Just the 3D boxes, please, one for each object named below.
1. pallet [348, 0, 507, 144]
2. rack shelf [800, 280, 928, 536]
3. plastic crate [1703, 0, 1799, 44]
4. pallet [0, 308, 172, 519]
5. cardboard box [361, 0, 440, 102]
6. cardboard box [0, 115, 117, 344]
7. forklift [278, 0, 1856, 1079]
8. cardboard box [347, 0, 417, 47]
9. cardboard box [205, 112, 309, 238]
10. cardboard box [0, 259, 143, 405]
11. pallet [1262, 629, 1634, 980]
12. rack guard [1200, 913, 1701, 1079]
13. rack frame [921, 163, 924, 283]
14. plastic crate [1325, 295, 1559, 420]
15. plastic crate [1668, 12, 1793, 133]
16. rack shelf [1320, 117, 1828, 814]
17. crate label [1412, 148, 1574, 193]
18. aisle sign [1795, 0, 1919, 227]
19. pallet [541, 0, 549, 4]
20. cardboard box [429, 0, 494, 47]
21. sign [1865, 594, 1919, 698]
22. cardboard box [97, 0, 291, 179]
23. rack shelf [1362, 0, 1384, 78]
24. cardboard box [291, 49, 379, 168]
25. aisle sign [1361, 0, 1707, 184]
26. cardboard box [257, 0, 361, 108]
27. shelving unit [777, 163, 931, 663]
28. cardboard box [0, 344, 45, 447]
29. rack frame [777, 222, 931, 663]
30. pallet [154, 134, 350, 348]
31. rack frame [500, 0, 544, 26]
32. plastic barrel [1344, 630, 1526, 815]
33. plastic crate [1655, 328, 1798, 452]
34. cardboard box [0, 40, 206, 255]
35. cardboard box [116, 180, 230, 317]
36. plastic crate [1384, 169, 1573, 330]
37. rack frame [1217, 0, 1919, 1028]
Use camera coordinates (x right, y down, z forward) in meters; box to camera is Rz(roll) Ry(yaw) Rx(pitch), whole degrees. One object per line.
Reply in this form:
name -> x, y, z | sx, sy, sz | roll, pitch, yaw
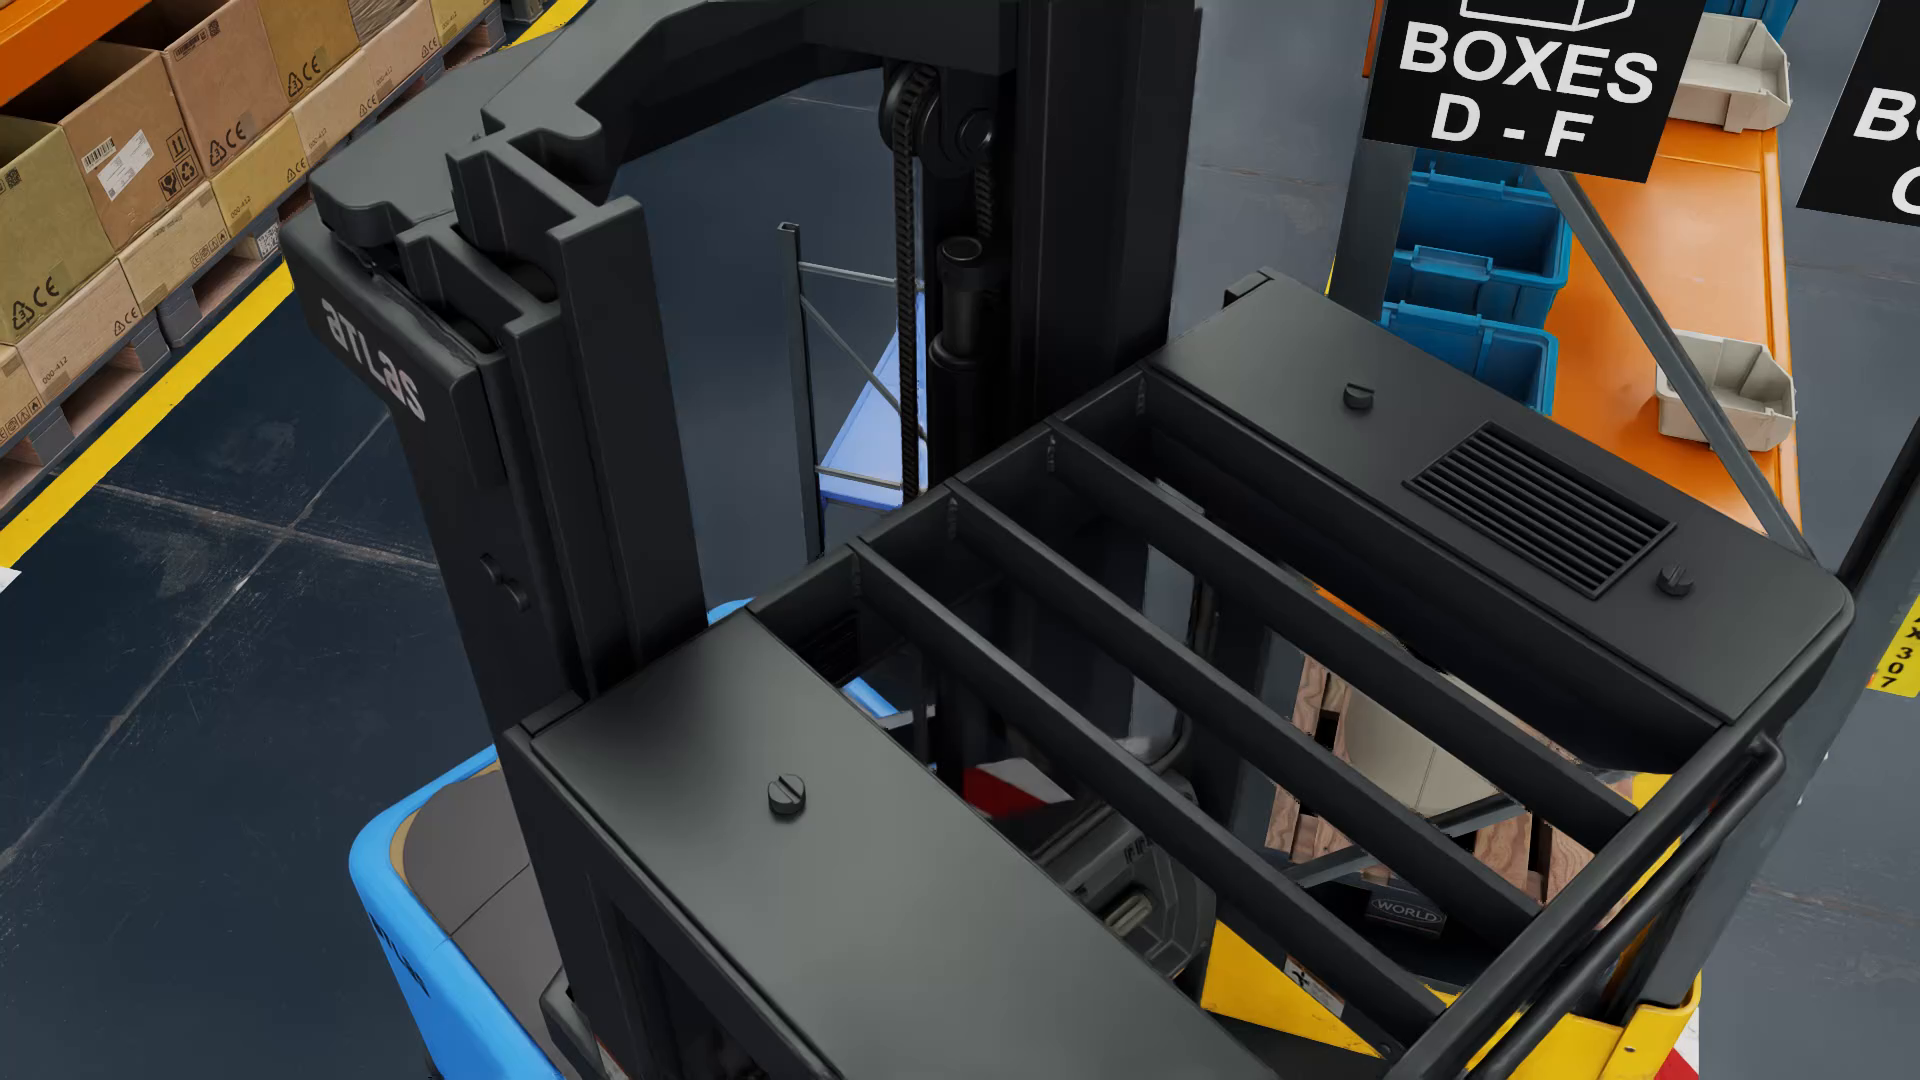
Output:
pallet -> -2.716, -2.077, 7.221 | 1.003, 0.211, 1.213 | 13, 46, 13
rack shelf -> -0.026, -0.351, 4.793 | 0.538, 0.185, 1.000 | 13, 46, 12
plastic crate -> 2.208, -1.694, 4.943 | 0.499, 0.251, 0.616 | 13, 46, 13
pallet -> -3.455, -0.450, 5.559 | 1.003, 0.211, 1.213 | 13, 46, 13
cardboard box -> -2.528, -2.075, 6.892 | 0.500, 0.250, 0.500 | 13, 46, 13
cardboard box -> -3.123, -1.008, 5.265 | 0.500, 0.500, 0.500 | 13, 46, 13
forklift -> 0.189, 0.809, 2.328 | 1.130, 2.935, 3.031 | -33, 53, -29
cardboard box -> -2.530, -2.344, 6.630 | 0.500, 0.500, 0.500 | 13, 46, 13
cardboard box -> -2.816, -1.405, 6.207 | 0.500, 0.250, 0.500 | 13, 46, 13
cardboard box -> -3.124, -0.740, 5.527 | 0.500, 0.250, 0.500 | 13, 46, 13
pallet -> 1.302, 0.519, 4.569 | 1.003, 0.211, 1.213 | 13, 46, 13
rack guard -> 1.051, 0.956, 3.915 | 1.175, 0.500, 0.348 | 13, 46, 13
rack frame -> 0.128, -0.818, 5.014 | 0.500, 1.500, 0.032 | 13, 46, 12
plastic crate -> 0.939, -0.220, 3.437 | 0.499, 0.251, 0.616 | 13, 46, 13
plastic crate -> 2.034, -1.313, 4.635 | 0.530, 0.136, 0.437 | 13, 46, 13
rack shelf -> 1.679, -0.953, 4.593 | 1.077, 0.370, 4.000 | 13, 46, 13
crate label -> 1.373, -1.173, 4.279 | 0.502, 0.435, 0.616 | 13, 46, 13
aisle sign -> 1.330, -0.696, 1.958 | 0.394, 0.787, 0.004 | 13, 46, 13
pallet -> -2.249, -3.097, 8.264 | 1.003, 0.211, 1.213 | 13, 46, 13
cardboard box -> -2.367, -2.406, 7.230 | 0.500, 0.250, 0.500 | 13, 46, 13
sign -> 1.596, 0.144, 2.760 | 0.100, 0.325, 0.005 | 13, 46, 13
cardboard box -> -2.815, -1.673, 5.945 | 0.500, 0.500, 0.500 | 13, 46, 13
rack shelf -> 1.679, -2.025, 3.544 | 1.077, 0.370, 4.000 | 13, 46, 13
cardboard box -> -2.666, -1.739, 6.548 | 0.500, 0.250, 0.500 | 13, 46, 13
aisle sign -> 0.768, -0.821, 2.085 | 0.394, 0.787, 0.004 | 13, 46, 13
cardboard box -> -2.678, -2.010, 6.288 | 0.500, 0.500, 0.500 | 13, 46, 13
shelving unit -> -0.026, -0.479, 4.667 | 0.538, 1.500, 1.048 | 13, 46, 12
cardboard box -> -3.272, -0.406, 5.186 | 0.500, 0.250, 0.500 | 13, 46, 13
rack frame -> -0.180, -0.140, 4.321 | 0.500, 1.500, 0.032 | 13, 46, 12
pallet -> -3.084, -1.261, 6.387 | 1.003, 0.211, 1.213 | 13, 46, 13
rack frame -> -2.435, -3.594, 6.779 | 1.000, 3.000, 0.127 | 13, 46, 13
plastic barrel -> 1.199, 0.408, 4.167 | 0.421, 0.512, 0.421 | 0, 44, 0
plastic crate -> 1.651, -0.311, 3.611 | 0.298, 0.136, 0.250 | 13, 46, 13
cardboard box -> -2.983, -1.344, 5.608 | 0.500, 0.500, 0.500 | 13, 46, 13
cardboard box -> -2.972, -1.073, 5.868 | 0.500, 0.250, 0.500 | 13, 46, 13
plastic crate -> 1.141, -0.652, 3.878 | 0.499, 0.251, 0.408 | 13, 46, 13
rack frame -> 1.073, 0.123, 2.979 | 1.000, 3.000, 0.127 | 13, 46, 13
